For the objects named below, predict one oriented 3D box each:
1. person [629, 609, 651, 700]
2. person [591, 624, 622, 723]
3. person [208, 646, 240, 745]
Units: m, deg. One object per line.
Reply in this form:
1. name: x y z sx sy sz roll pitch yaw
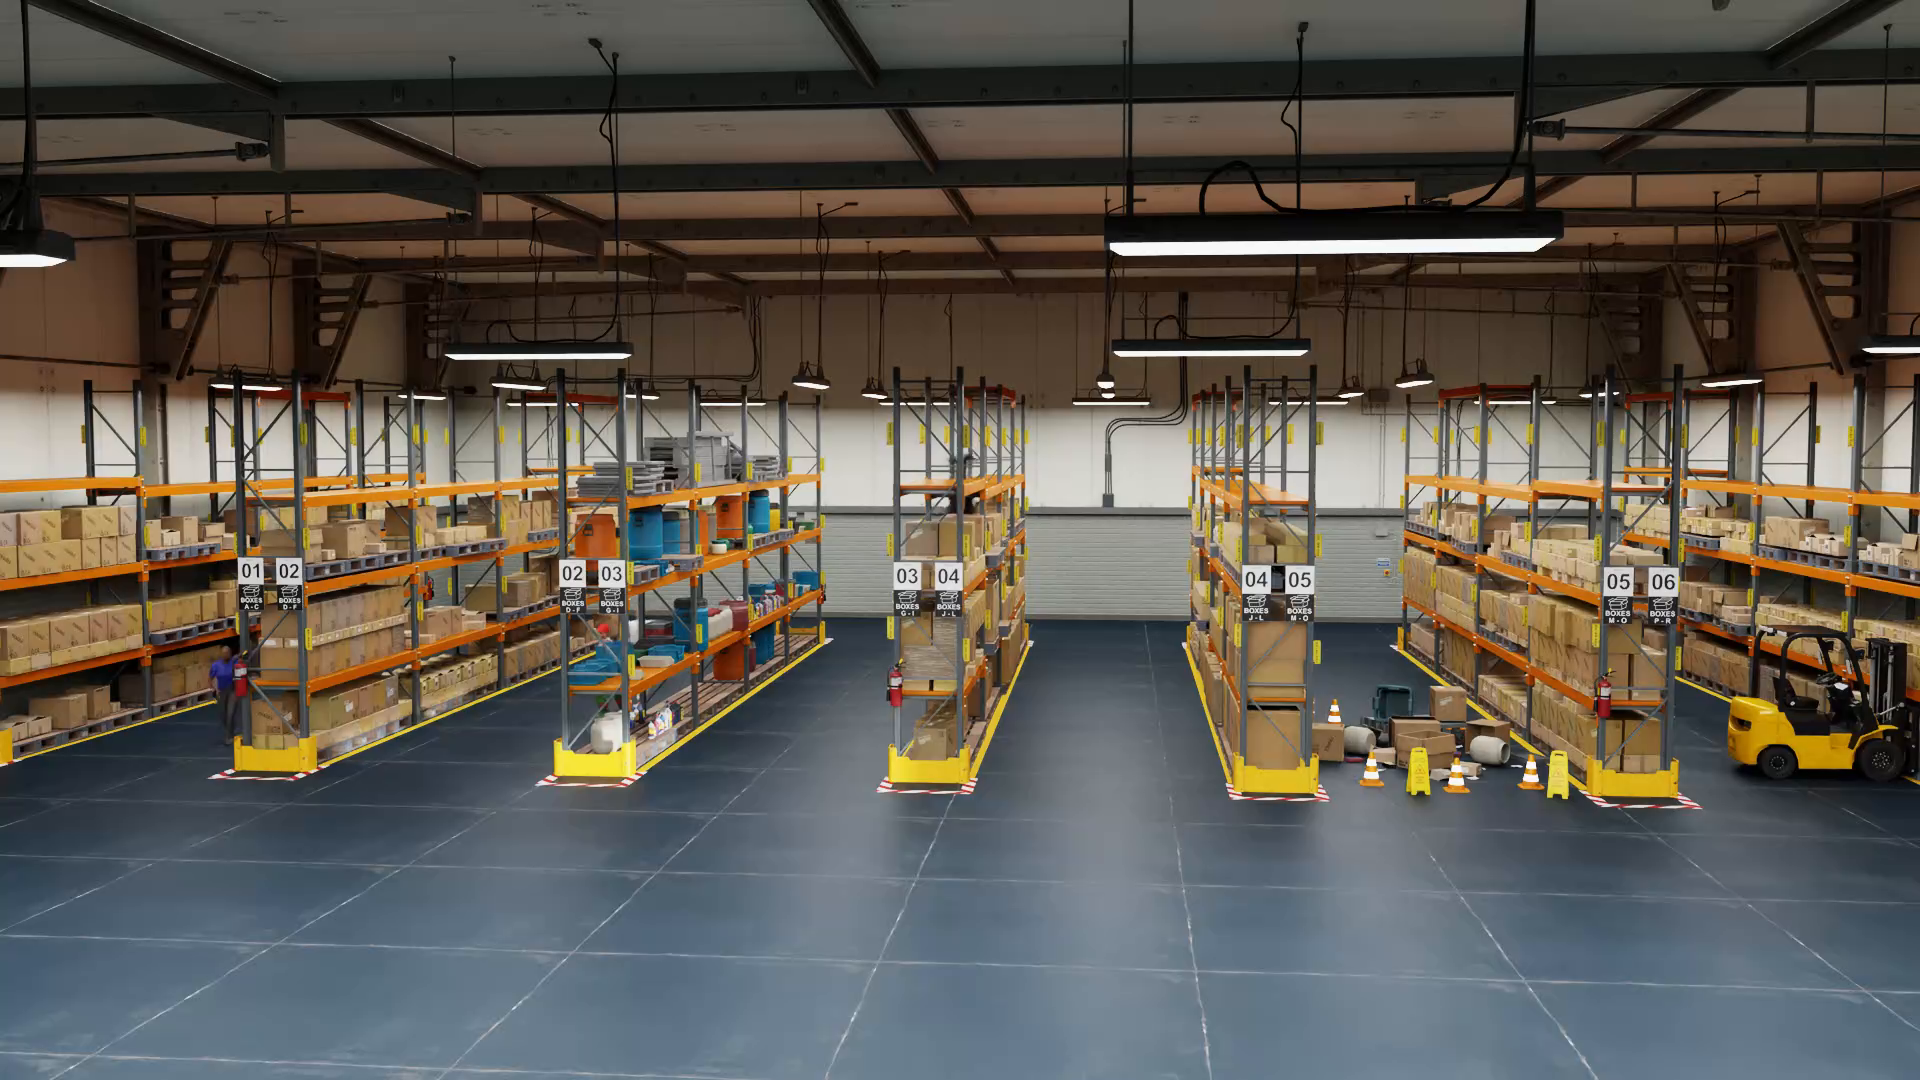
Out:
1. person: -6.134 2.167 31.997 0.728 1.734 0.721 0 4 -5
2. person: -6.213 2.319 29.309 0.697 1.724 0.827 -1 4 -14
3. person: -12.004 2.555 27.267 0.556 1.529 0.701 -1 4 -16
